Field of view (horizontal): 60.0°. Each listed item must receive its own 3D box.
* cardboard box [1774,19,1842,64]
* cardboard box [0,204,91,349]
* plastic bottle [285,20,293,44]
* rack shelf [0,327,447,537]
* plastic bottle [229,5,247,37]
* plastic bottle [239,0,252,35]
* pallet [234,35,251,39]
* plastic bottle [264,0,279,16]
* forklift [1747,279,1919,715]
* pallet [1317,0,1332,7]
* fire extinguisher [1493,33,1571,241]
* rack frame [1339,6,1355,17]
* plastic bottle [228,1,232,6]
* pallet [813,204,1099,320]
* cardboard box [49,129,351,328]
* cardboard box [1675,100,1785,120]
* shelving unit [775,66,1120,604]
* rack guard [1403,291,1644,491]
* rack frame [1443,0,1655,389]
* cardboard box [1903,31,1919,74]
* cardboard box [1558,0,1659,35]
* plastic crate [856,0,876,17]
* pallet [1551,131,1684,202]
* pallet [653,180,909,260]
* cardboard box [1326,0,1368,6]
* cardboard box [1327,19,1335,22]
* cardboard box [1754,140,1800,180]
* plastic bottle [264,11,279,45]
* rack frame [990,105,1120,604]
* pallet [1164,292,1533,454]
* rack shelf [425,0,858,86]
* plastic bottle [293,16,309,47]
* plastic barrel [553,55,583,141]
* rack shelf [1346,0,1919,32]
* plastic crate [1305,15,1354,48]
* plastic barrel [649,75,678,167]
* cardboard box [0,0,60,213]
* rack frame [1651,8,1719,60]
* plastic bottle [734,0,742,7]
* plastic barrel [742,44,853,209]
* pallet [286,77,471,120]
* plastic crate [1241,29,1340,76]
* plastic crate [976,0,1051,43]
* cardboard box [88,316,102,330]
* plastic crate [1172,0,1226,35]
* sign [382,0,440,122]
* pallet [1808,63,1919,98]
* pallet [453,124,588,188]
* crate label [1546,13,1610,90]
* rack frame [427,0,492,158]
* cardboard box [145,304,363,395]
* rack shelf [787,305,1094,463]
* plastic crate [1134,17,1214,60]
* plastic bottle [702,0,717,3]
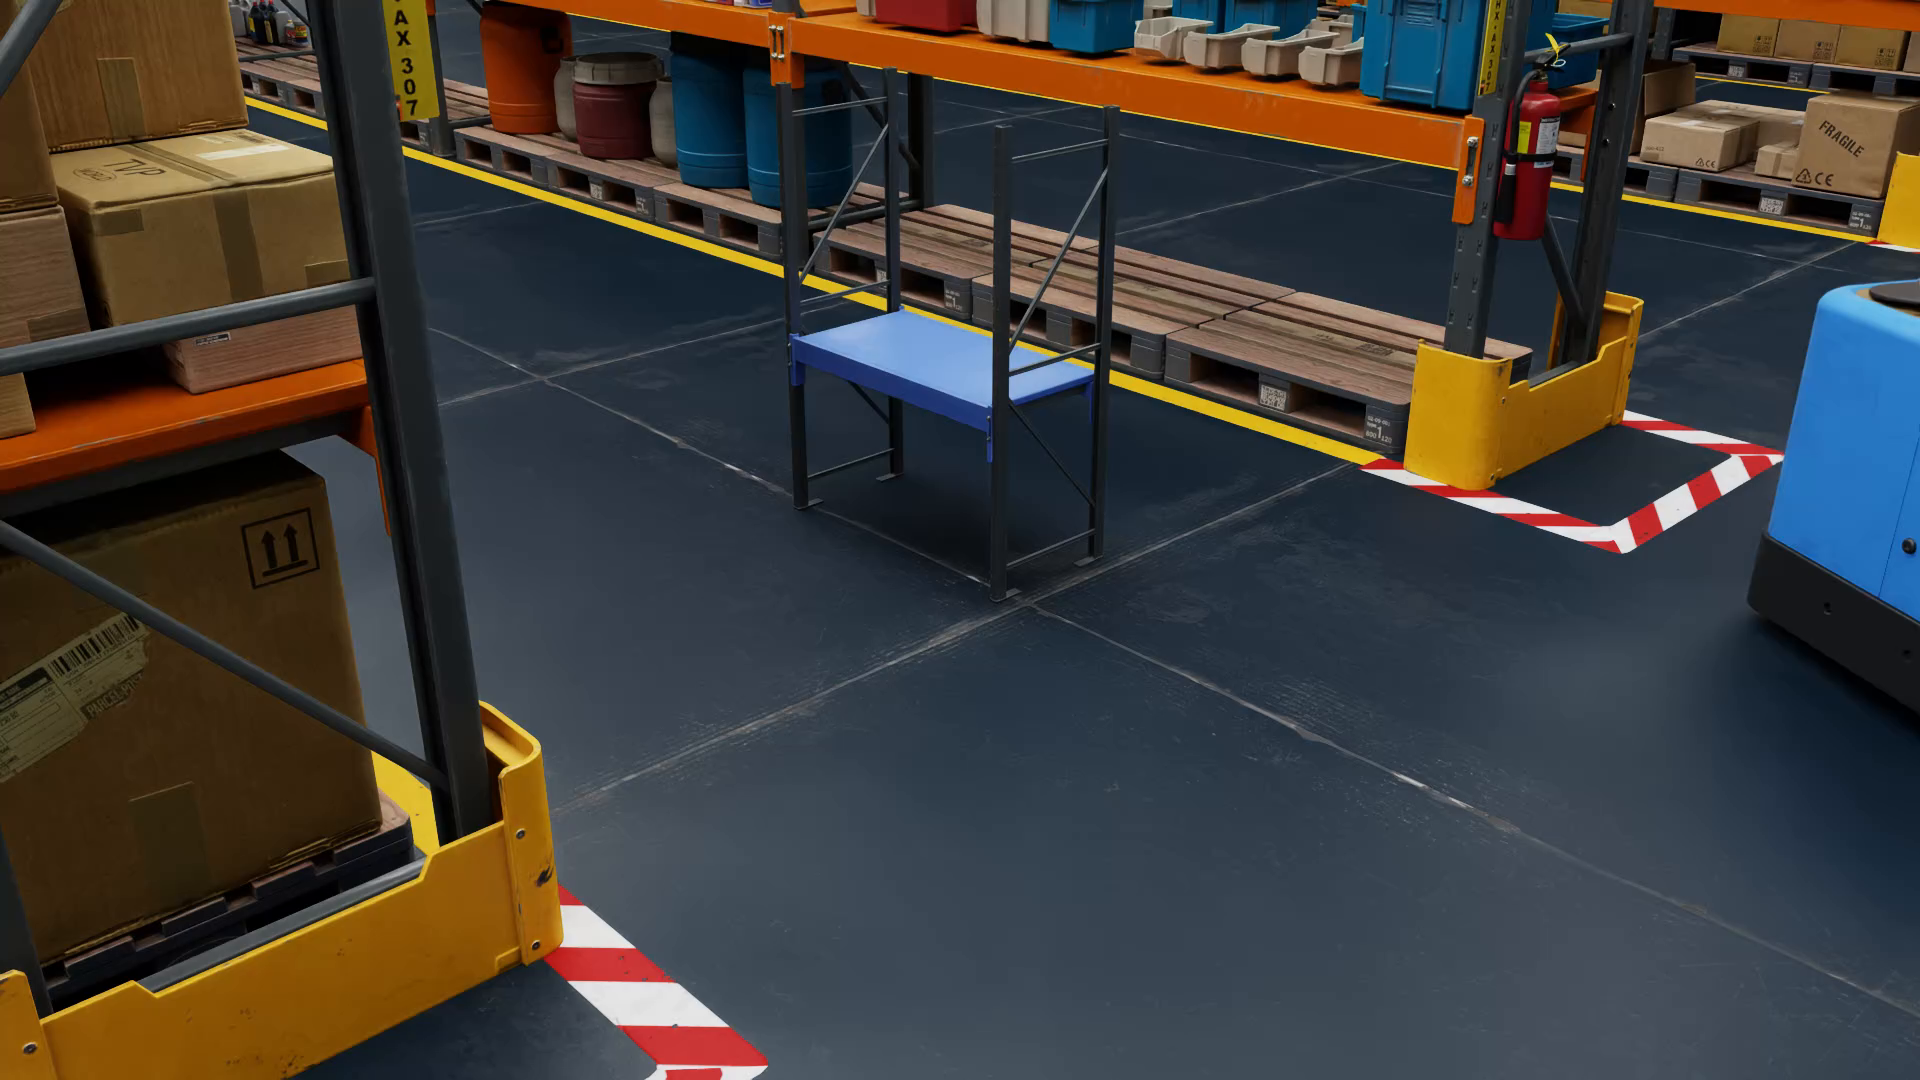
[{"bbox_3d":[7.459,-4.423,14.336,0.700,0.500,0.500,-22,32,-39],"label":"cardboard box"},{"bbox_3d":[-1.956,-0.489,3.030,0.500,0.250,0.500,-22,32,-39],"label":"cardboard box"},{"bbox_3d":[-6.054,-4.601,15.062,0.097,0.201,0.097,0,25,0],"label":"plastic bottle"},{"bbox_3d":[-2.798,-0.629,4.381,1.077,0.370,4.000,-21,32,-38],"label":"rack shelf"},{"bbox_3d":[-6.777,-4.851,15.520,0.152,0.276,0.135,-21,32,-38],"label":"plastic bottle"},{"bbox_3d":[-6.686,-4.934,15.613,0.144,0.351,0.185,-22,32,-39],"label":"plastic bottle"},{"bbox_3d":[-7.284,-4.707,15.814,1.003,0.211,1.213,-21,32,-38],"label":"pallet"},{"bbox_3d":[-6.266,-4.748,15.206,0.144,0.351,0.185,-20,31,-37],"label":"plastic bottle"},{"bbox_3d":[4.010,-1.053,4.526,3.031,2.935,1.130,-7,25,-14],"label":"forklift"},{"bbox_3d":[3.415,-5.958,18.556,1.003,0.211,1.213,-21,32,-38],"label":"pallet"},{"bbox_3d":[1.956,-1.376,5.695,0.296,0.674,0.183,-21,32,-38],"label":"fire extinguisher"},{"bbox_3d":[3.069,-4.371,11.718,1.000,3.000,0.127,-21,32,-38],"label":"rack frame"},{"bbox_3d":[-6.929,-5.006,15.860,0.152,0.276,0.135,-22,33,-40],"label":"plastic bottle"},{"bbox_3d":[-0.019,-1.487,8.755,1.003,0.211,1.213,-21,32,-38],"label":"pallet"},{"bbox_3d":[-1.562,-0.639,3.360,0.500,0.250,0.500,-22,33,-40],"label":"cardboard box"},{"bbox_3d":[4.955,-2.657,10.743,0.500,0.250,0.500,-21,32,-38],"label":"cardboard box"},{"bbox_3d":[-0.058,-0.708,5.495,0.538,1.500,1.048,-21,32,-38],"label":"shelving unit"},{"bbox_3d":[2.210,-0.615,6.495,1.175,0.500,0.348,-21,32,-38],"label":"rack guard"},{"bbox_3d":[2.184,-1.755,5.984,1.000,3.000,0.127,-21,32,-38],"label":"rack frame"},{"bbox_3d":[8.178,-4.107,13.645,0.500,0.500,0.700,23,33,40],"label":"cardboard box"},{"bbox_3d":[6.143,-5.151,15.511,0.750,0.750,0.750,-21,32,-38],"label":"cardboard box"},{"bbox_3d":[-0.336,-2.693,8.285,0.396,0.136,0.243,-21,32,-38],"label":"plastic crate"},{"bbox_3d":[4.375,-2.524,11.030,1.003,0.211,1.213,-21,32,-38],"label":"pallet"},{"bbox_3d":[-1.047,-1.944,9.757,1.003,0.211,1.213,-21,32,-38],"label":"pallet"},{"bbox_3d":[4.355,-5.943,17.246,0.750,0.750,0.750,-22,32,-39],"label":"cardboard box"},{"bbox_3d":[2.916,-3.650,12.618,0.500,0.500,0.500,22,33,39],"label":"cardboard box"},{"bbox_3d":[5.040,-2.314,10.091,0.380,0.166,0.250,-21,32,-38],"label":"cardboard box"},{"bbox_3d":[-6.234,-4.636,15.041,0.061,0.283,0.133,-21,32,-38],"label":"plastic bottle"},{"bbox_3d":[0.289,-0.554,5.158,0.500,1.500,0.032,-21,32,-38],"label":"rack frame"},{"bbox_3d":[1.649,-0.748,7.134,1.003,0.211,1.213,-21,32,-38],"label":"pallet"},{"bbox_3d":[-1.917,-3.246,10.118,1.077,0.370,4.000,-21,32,-38],"label":"rack shelf"},{"bbox_3d":[-5.915,-4.571,14.912,0.097,0.271,0.097,0,25,0],"label":"plastic bottle"},{"bbox_3d":[-2.486,-2.949,11.092,0.421,0.512,0.421,0,25,0],"label":"plastic barrel"},{"bbox_3d":[4.436,-3.438,10.539,1.077,0.370,4.000,-21,32,-38],"label":"rack shelf"},{"bbox_3d":[1.633,-2.157,7.110,0.250,0.136,0.298,-21,32,-38],"label":"plastic crate"},{"bbox_3d":[-1.714,-2.607,10.342,0.421,0.512,0.421,0,25,0],"label":"plastic barrel"},{"bbox_3d":[-1.956,-0.832,2.878,0.500,0.500,0.500,-21,32,-38],"label":"cardboard box"},{"bbox_3d":[6.682,-5.778,14.801,1.000,3.000,0.127,-21,32,-38],"label":"rack frame"},{"bbox_3d":[-1.154,-2.932,8.802,0.097,0.201,0.097,0,25,0],"label":"plastic bottle"},{"bbox_3d":[-0.909,-2.373,9.361,0.600,0.901,0.708,-21,32,-38],"label":"plastic barrel"},{"bbox_3d":[-4.614,-3.526,13.224,1.003,0.211,1.213,-21,32,-38],"label":"pallet"},{"bbox_3d":[1.307,-1.950,6.657,0.396,0.136,0.243,-21,32,-38],"label":"plastic crate"},{"bbox_3d":[0.360,-2.426,7.524,0.437,0.282,0.530,-21,32,-38],"label":"plastic crate"},{"bbox_3d":[-1.785,-0.592,3.736,0.380,0.149,0.250,-22,33,-40],"label":"cardboard box"},{"bbox_3d":[1.151,-2.365,7.449,0.416,0.233,0.300,-21,32,-38],"label":"plastic crate"},{"bbox_3d":[-1.022,-0.936,3.049,0.100,0.325,0.005,-21,32,-38],"label":"sign"},{"bbox_3d":[7.983,-3.887,14.016,1.003,0.211,1.213,-21,32,-38],"label":"pallet"},{"bbox_3d":[-2.714,-2.683,11.378,1.003,0.211,1.213,-21,32,-38],"label":"pallet"},{"bbox_3d":[2.256,-1.875,6.375,0.416,0.233,0.303,-21,32,-38],"label":"crate label"},{"bbox_3d":[-3.284,-4.179,11.297,1.000,3.000,0.127,-21,32,-38],"label":"rack frame"},{"bbox_3d":[-1.433,-0.437,3.397,0.380,0.149,0.250,-21,32,-38],"label":"cardboard box"},{"bbox_3d":[-0.058,-0.545,5.570,0.538,0.185,1.000,-21,32,-38],"label":"rack shelf"},{"bbox_3d":[0.883,-2.112,7.011,0.298,0.136,0.250,-21,32,-38],"label":"plastic crate"},{"bbox_3d":[-1.305,-3.049,8.969,0.152,0.276,0.135,-21,32,-38],"label":"plastic bottle"}]
